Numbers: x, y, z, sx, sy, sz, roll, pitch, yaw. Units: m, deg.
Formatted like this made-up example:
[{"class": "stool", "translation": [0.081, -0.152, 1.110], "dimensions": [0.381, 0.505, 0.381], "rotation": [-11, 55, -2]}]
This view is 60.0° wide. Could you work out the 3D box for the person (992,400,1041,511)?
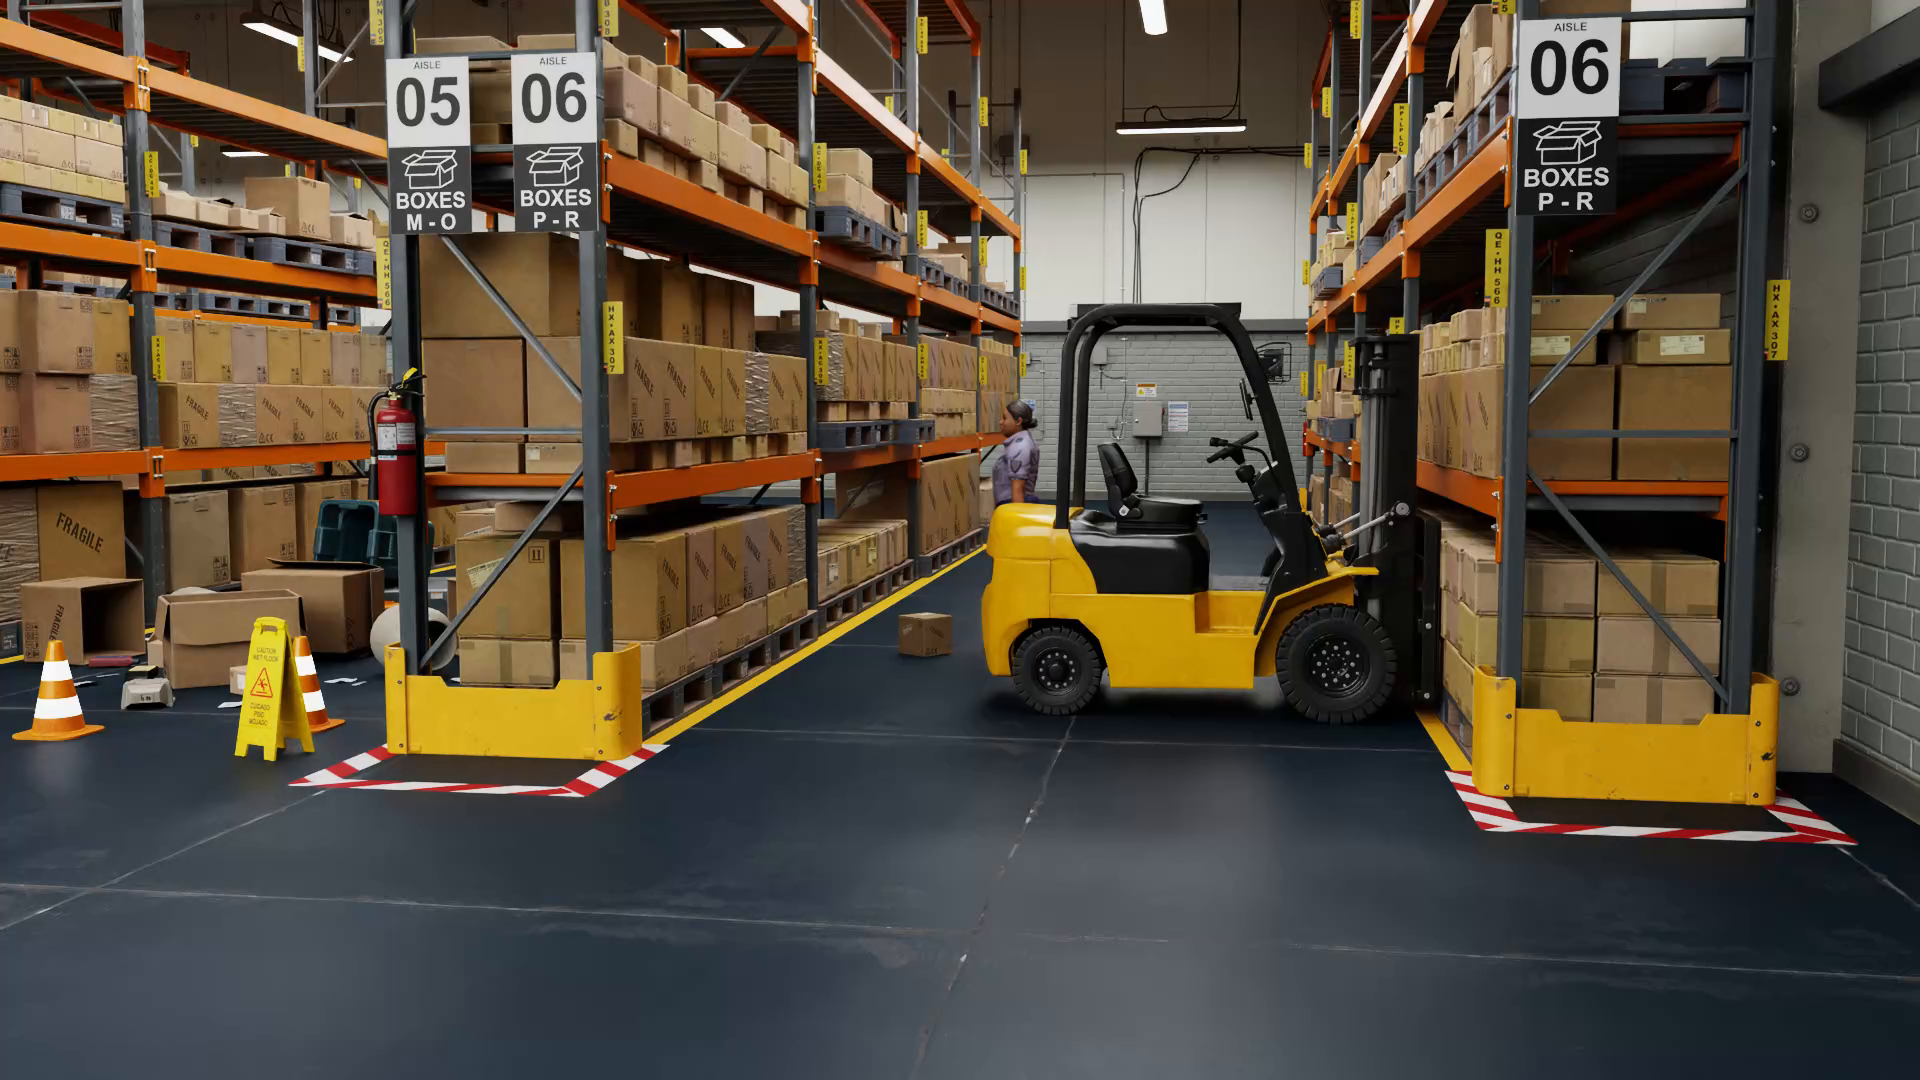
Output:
[{"class": "person", "translation": [0.391, -0.085, 10.880], "dimensions": [0.364, 1.655, 0.501], "rotation": [1, 5, 11]}]
